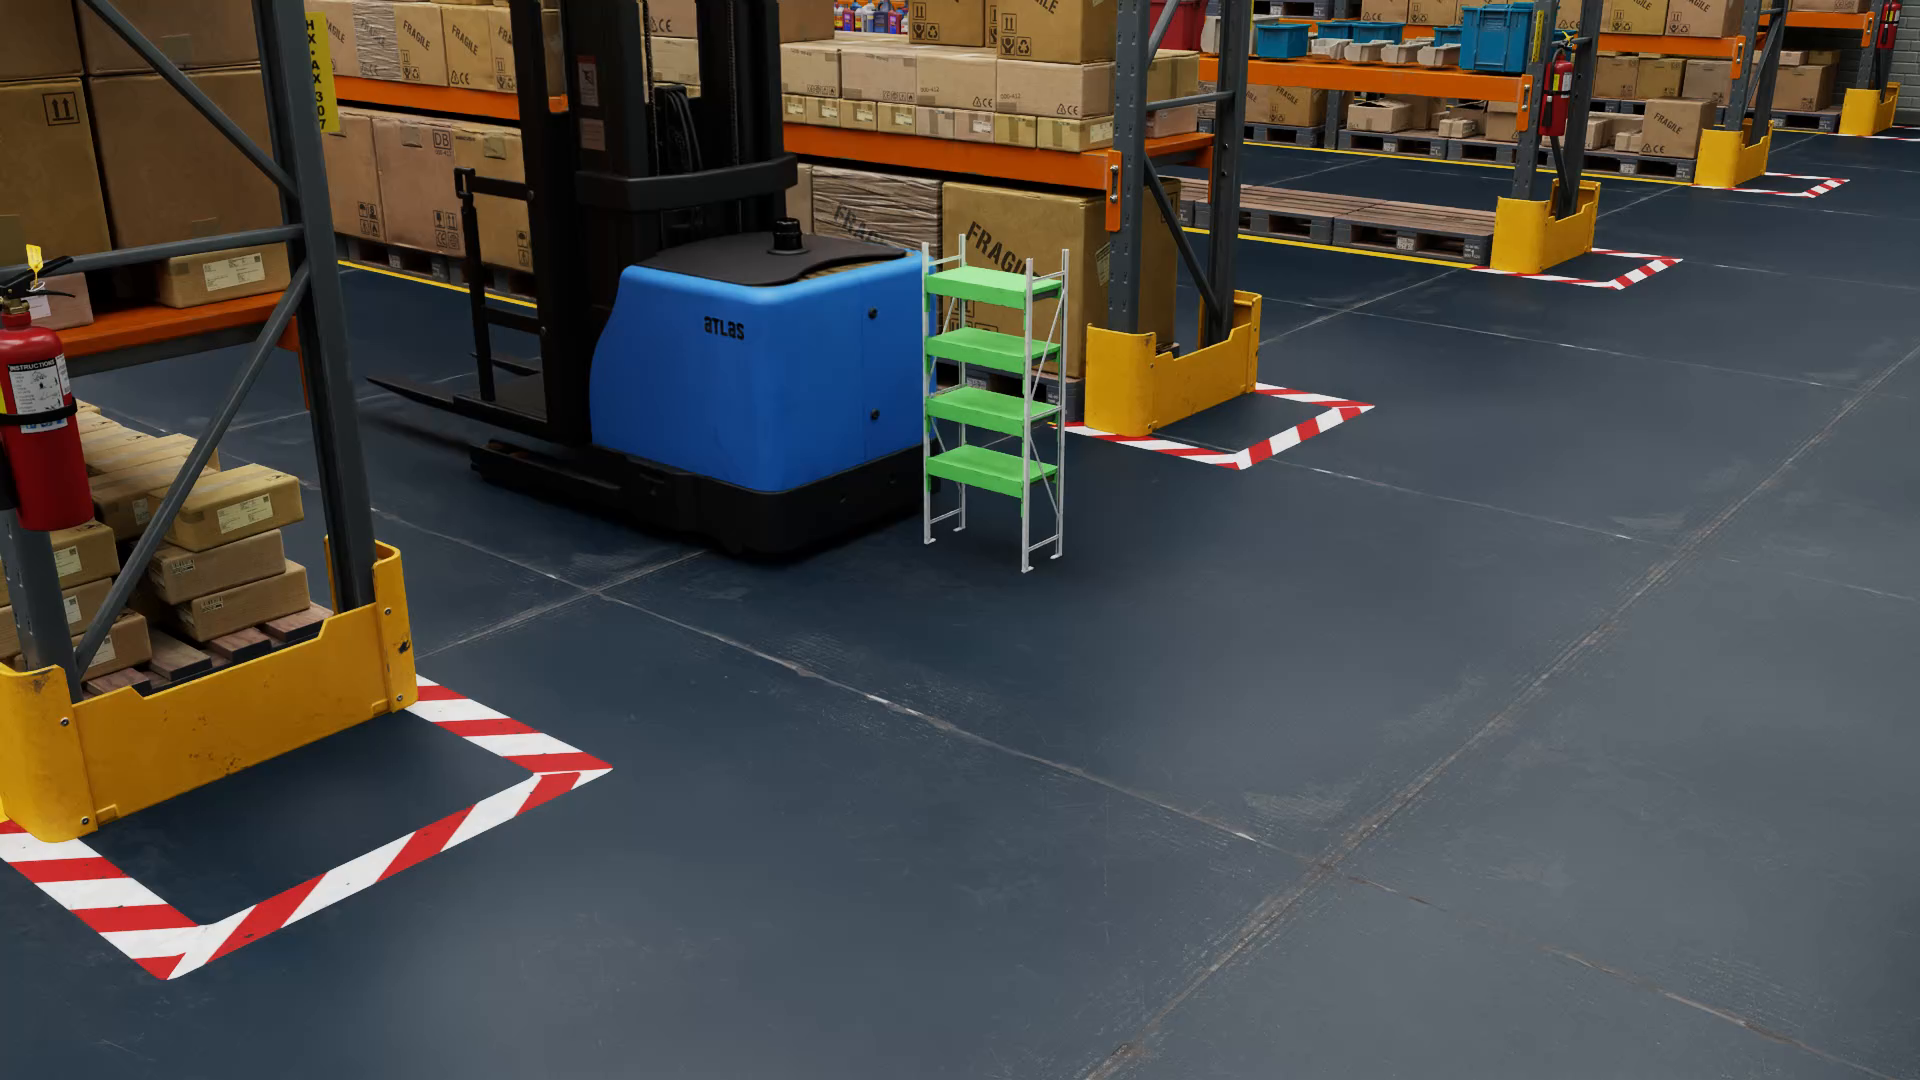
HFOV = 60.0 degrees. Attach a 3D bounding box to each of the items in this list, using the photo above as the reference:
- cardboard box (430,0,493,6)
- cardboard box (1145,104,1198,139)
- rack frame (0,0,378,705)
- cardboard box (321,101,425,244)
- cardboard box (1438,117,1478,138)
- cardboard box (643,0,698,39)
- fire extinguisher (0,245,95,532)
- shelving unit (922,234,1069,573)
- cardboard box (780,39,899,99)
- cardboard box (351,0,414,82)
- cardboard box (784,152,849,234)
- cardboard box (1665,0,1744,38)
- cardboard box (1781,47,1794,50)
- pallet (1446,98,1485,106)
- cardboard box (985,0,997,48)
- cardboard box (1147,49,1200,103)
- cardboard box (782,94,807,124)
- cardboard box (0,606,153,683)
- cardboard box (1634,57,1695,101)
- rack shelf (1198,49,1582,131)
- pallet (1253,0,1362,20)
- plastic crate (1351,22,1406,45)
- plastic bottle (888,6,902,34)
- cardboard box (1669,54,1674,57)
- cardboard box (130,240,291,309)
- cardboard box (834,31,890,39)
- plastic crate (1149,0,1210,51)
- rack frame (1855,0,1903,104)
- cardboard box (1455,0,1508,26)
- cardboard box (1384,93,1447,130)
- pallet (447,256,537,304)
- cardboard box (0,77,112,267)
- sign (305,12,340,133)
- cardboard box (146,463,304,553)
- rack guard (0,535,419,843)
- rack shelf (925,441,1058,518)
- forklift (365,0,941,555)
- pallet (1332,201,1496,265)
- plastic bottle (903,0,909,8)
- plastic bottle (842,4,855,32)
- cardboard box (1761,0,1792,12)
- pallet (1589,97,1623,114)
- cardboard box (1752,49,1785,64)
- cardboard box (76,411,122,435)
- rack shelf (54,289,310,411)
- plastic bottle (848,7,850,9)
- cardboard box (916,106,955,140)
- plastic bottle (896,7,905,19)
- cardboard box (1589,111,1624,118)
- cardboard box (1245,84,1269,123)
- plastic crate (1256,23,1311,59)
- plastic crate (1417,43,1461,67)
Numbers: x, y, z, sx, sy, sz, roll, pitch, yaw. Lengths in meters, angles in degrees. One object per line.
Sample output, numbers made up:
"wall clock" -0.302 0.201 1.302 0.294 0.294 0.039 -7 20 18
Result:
"cardboard box" -3.057 -3.794 10.915 0.637 0.503 0.797 16 26 37
"cardboard box" 1.000 -2.141 8.450 0.250 0.149 0.380 16 26 37
"rack frame" -2.148 -0.756 4.421 0.127 3.000 1.000 16 26 36
"cardboard box" -3.924 -2.716 12.034 0.875 0.875 1.225 16 26 36
"cardboard box" 5.099 -4.226 17.015 0.250 0.166 0.380 16 26 36
"cardboard box" -1.447 -3.113 9.399 0.500 0.500 0.500 16 26 36
"fire extinguisher" -2.245 -0.363 4.017 0.183 0.674 0.296 16 26 36
"shelving unit" 0.128 -0.524 6.359 0.503 1.200 0.258 16 26 36
"cardboard box" -0.670 -2.536 8.932 0.500 0.250 0.500 16 26 36
"cardboard box" -3.741 -3.398 11.286 0.500 0.500 0.500 16 26 36
"cardboard box" -0.875 -1.814 9.643 0.875 0.875 0.875 16 26 36
"cardboard box" 6.814 -4.869 15.186 0.500 0.500 0.500 17 27 38
"cardboard box" 9.687 -5.750 19.693 0.250 0.149 0.380 16 26 36
"pallet" 6.718 -5.890 21.989 1.213 0.211 1.003 16 26 36
"cardboard box" 0.478 -2.801 8.574 0.500 0.500 0.500 15 26 35
"cardboard box" 0.865 -2.339 8.411 0.500 0.250 0.500 15 25 35
"cardboard box" -0.805 -2.360 9.031 0.250 0.149 0.380 15 25 35
"cardboard box" -2.688 0.321 5.010 0.250 0.149 0.380 17 26 37
"cardboard box" 8.661 -5.648 20.341 0.500 0.500 0.700 17 26 37
"rack shelf" 2.649 -3.553 12.857 4.000 0.370 1.077 16 26 36
"pallet" 3.684 -5.807 18.088 1.213 0.211 1.003 16 26 36
"plastic crate" 3.195 -3.832 12.730 0.300 0.233 0.416 16 26 36
"plastic bottle" -0.576 -4.595 14.768 0.133 0.283 0.061 16 26 36
"cardboard box" 8.700 -6.034 20.445 0.250 0.149 0.380 16 26 37
"cardboard box" -2.192 -0.800 4.895 0.250 0.149 0.380 16 26 36
"cardboard box" -0.727 -2.795 9.620 0.500 0.250 0.500 17 26 37
"plastic crate" 1.632 -4.126 13.182 0.583 0.464 0.402 16 26 36
"rack frame" 10.462 -6.151 18.729 0.127 3.000 1.000 16 26 36
"cardboard box" 5.241 -5.322 16.387 0.500 0.500 0.500 16 26 36
"cardboard box" 4.855 -4.675 17.734 0.500 0.500 0.500 16 26 36
"pallet" -2.678 -1.828 11.217 1.213 0.211 1.003 16 26 36
"cardboard box" -2.659 -0.972 4.430 0.500 0.500 0.500 17 26 37
"sign" -1.805 -1.309 4.662 0.005 0.325 0.100 16 26 36
"cardboard box" -2.339 -0.106 5.301 0.250 0.149 0.380 15 25 34
"rack guard" -2.207 0.397 4.907 0.348 0.500 1.175 16 26 36
"rack shelf" 0.128 -0.240 6.466 0.480 0.148 0.258 16 26 36
"forklift" -1.541 -1.720 7.076 3.031 2.935 1.130 16 26 36
"pallet" 3.584 -2.333 12.555 1.213 0.211 1.003 16 26 36
"plastic bottle" -0.434 -4.929 15.558 0.185 0.351 0.144 16 26 36
"plastic bottle" -1.003 -4.718 15.094 0.133 0.283 0.061 16 26 36
"cardboard box" 9.490 -6.562 19.393 0.700 0.700 0.980 16 26 36
"pallet" 7.903 -5.548 21.081 1.213 0.211 1.003 16 26 36
"cardboard box" 9.444 -5.646 19.418 0.250 0.149 0.380 17 26 38
"cardboard box" -3.196 -0.324 5.877 0.250 0.149 0.380 17 27 38
"rack shelf" -3.698 -0.865 5.731 4.000 0.370 1.077 16 26 36
"plastic bottle" -1.085 -5.057 16.110 0.097 0.201 0.097 0 21 0
"cardboard box" -0.008 -2.131 8.424 0.250 0.149 0.380 17 26 37
"plastic bottle" -0.540 -4.615 14.838 0.097 0.271 0.097 0 21 0
"cardboard box" 6.316 -4.138 16.662 0.500 0.250 0.500 16 26 36
"cardboard box" 3.293 -4.869 18.248 0.500 0.500 0.500 16 26 36
"plastic crate" 2.445 -3.781 12.595 0.300 0.233 0.416 16 26 36
"plastic crate" 3.452 -3.480 11.934 0.243 0.136 0.396 16 26 36
